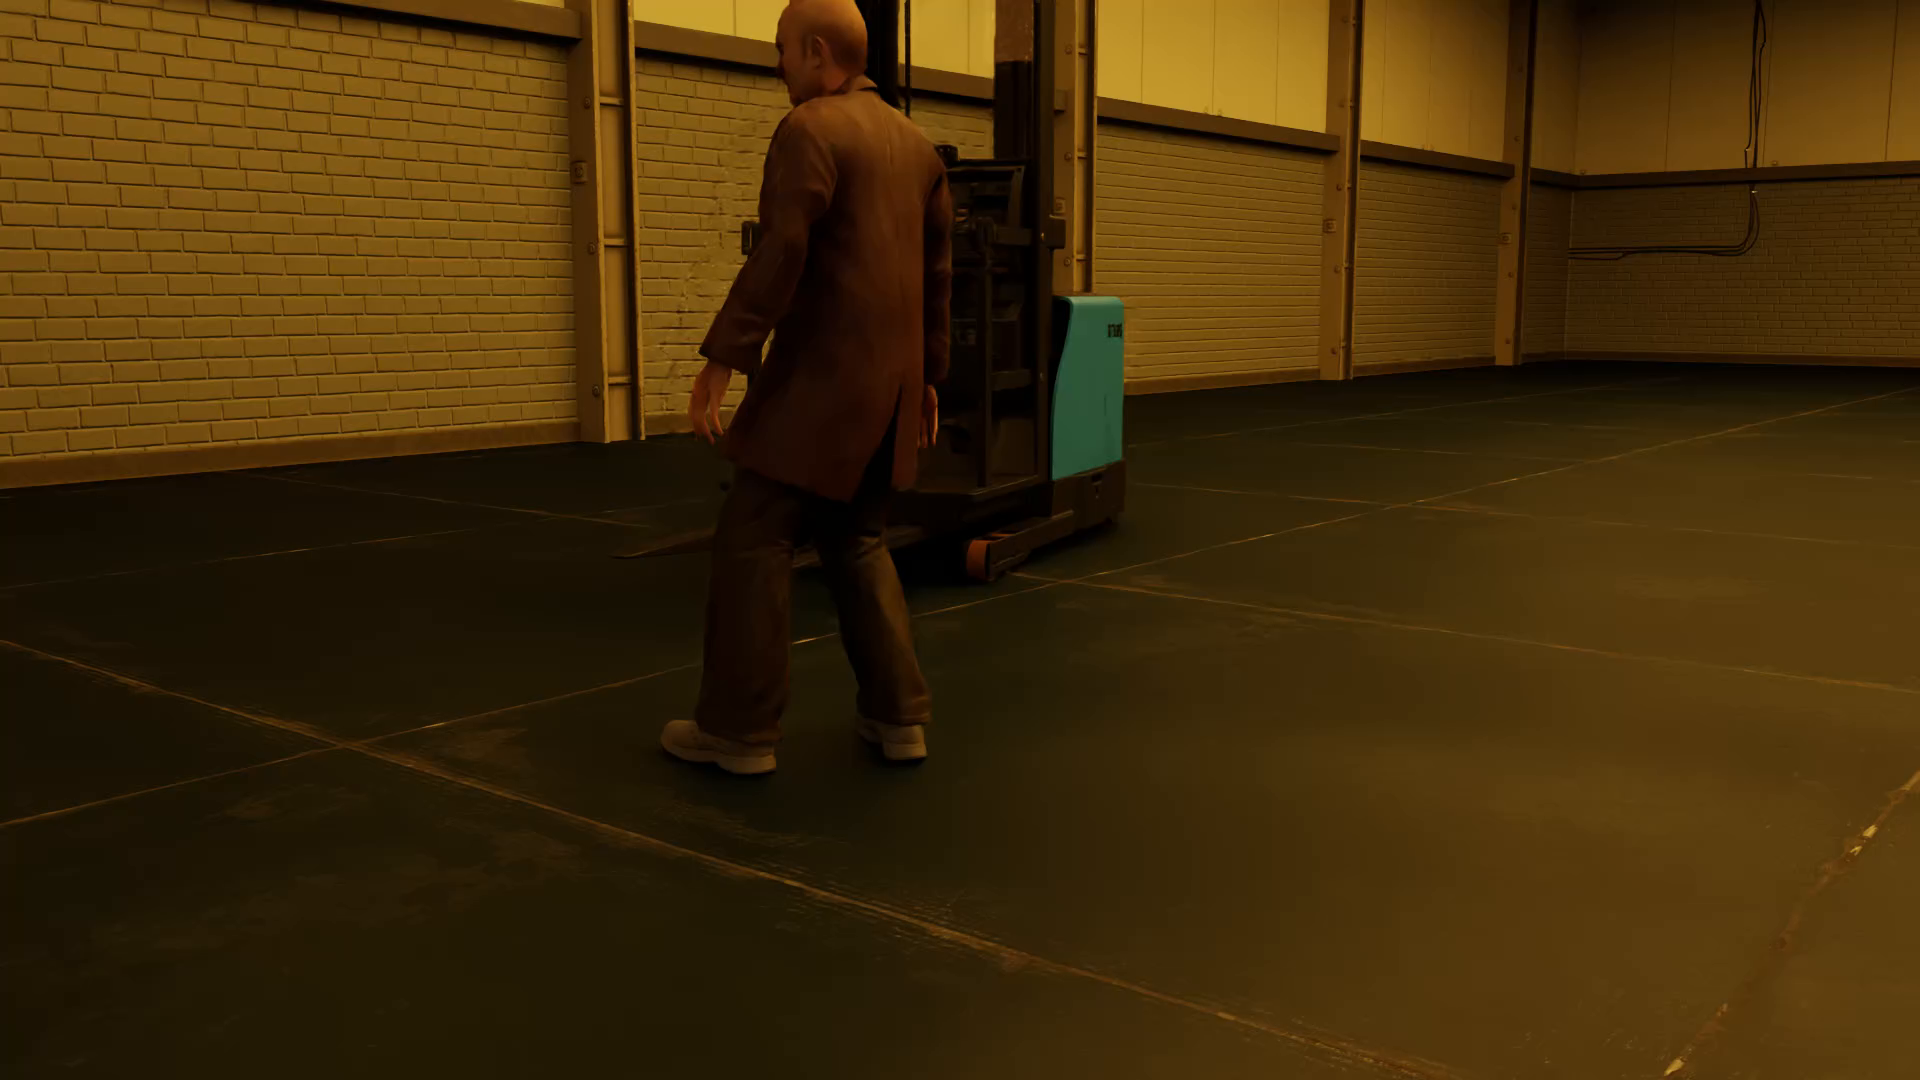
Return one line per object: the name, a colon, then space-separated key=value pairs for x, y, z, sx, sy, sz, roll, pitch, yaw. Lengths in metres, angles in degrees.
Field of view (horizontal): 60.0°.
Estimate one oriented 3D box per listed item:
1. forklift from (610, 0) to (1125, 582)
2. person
forklift: x=-0.261 y=-1.359 z=6.568 sx=1.130 sy=2.935 sz=3.031 roll=4 pitch=9 yaw=23
person: x=-0.357 y=-0.369 z=3.876 sx=0.608 sy=1.753 sz=0.810 roll=5 pitch=9 yaw=28
